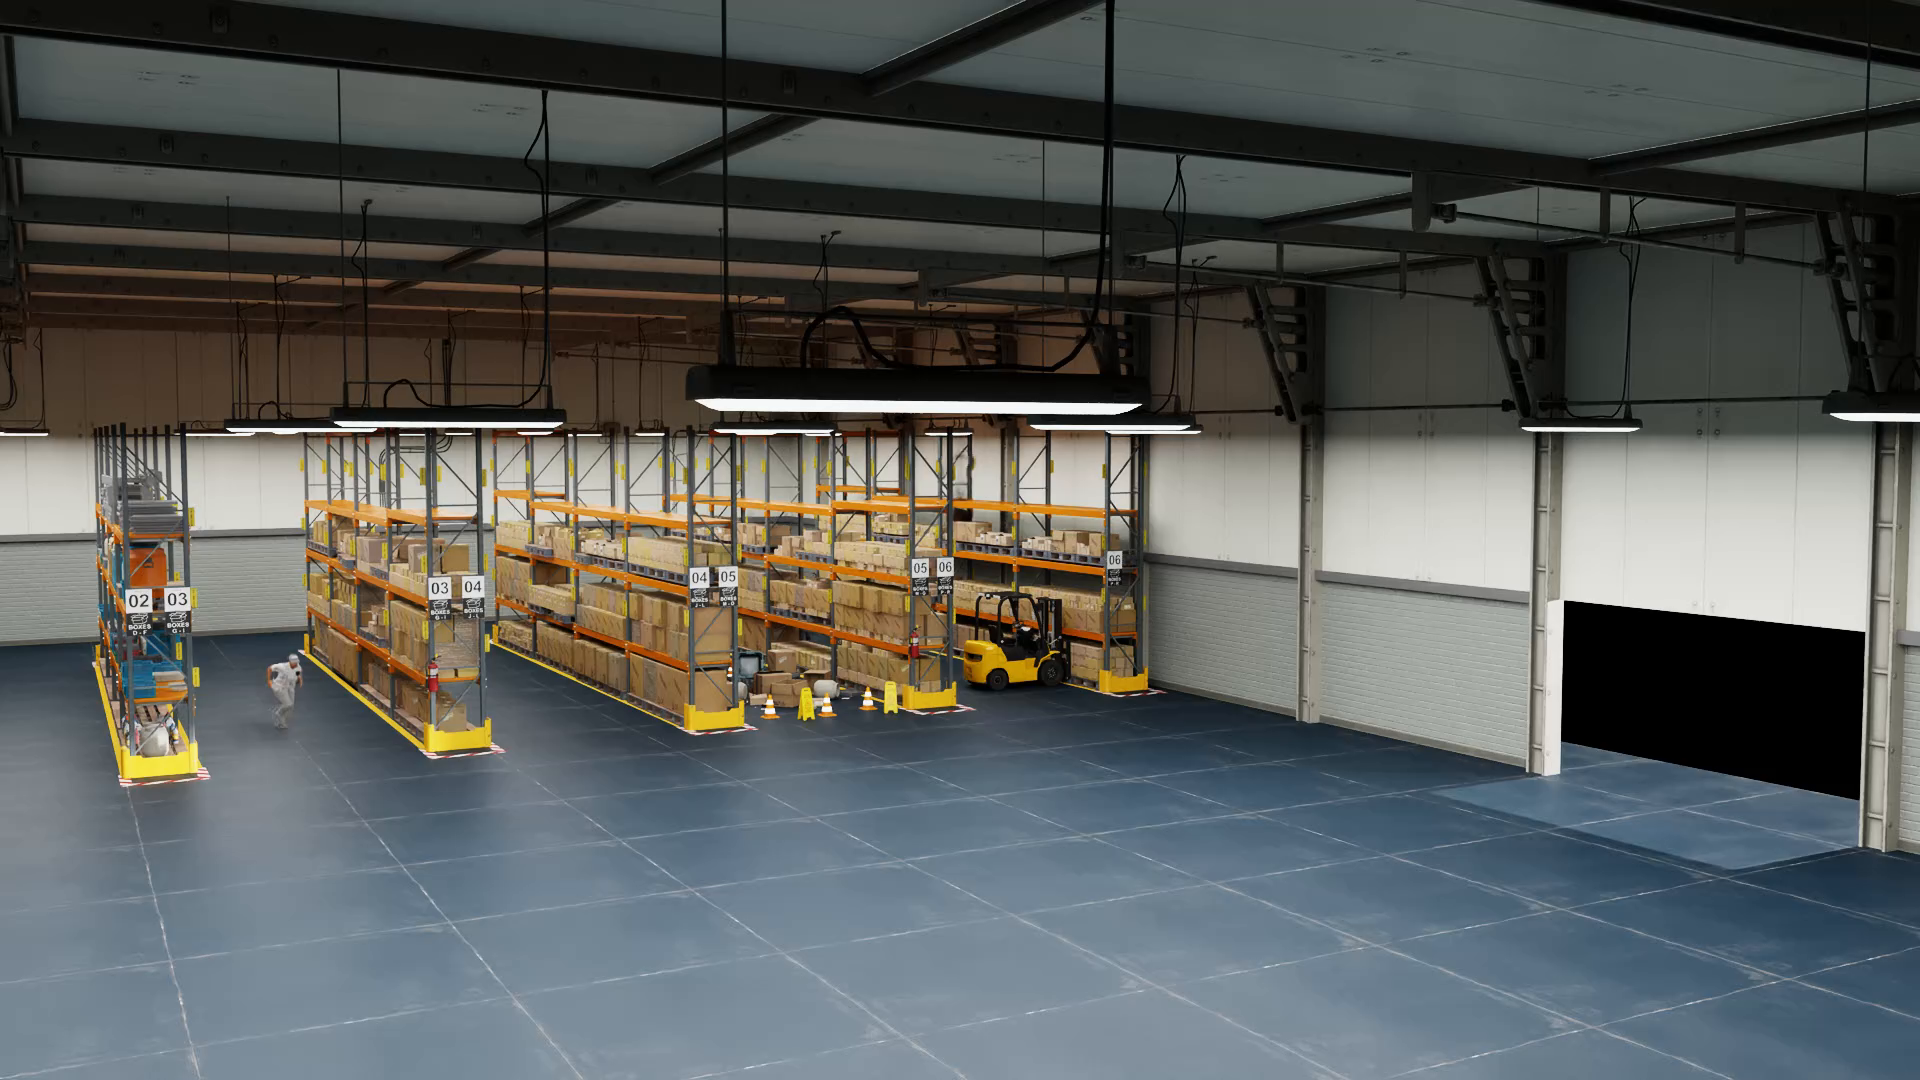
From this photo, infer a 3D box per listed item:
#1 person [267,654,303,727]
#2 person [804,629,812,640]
[{"bbox_3d":[-13.322,2.988,32.809,0.857,1.496,0.636,2,4,34],"label":"person"},{"bbox_3d":[-4.525,2.023,47.603,0.738,1.647,0.645,3,5,40],"label":"person"}]
